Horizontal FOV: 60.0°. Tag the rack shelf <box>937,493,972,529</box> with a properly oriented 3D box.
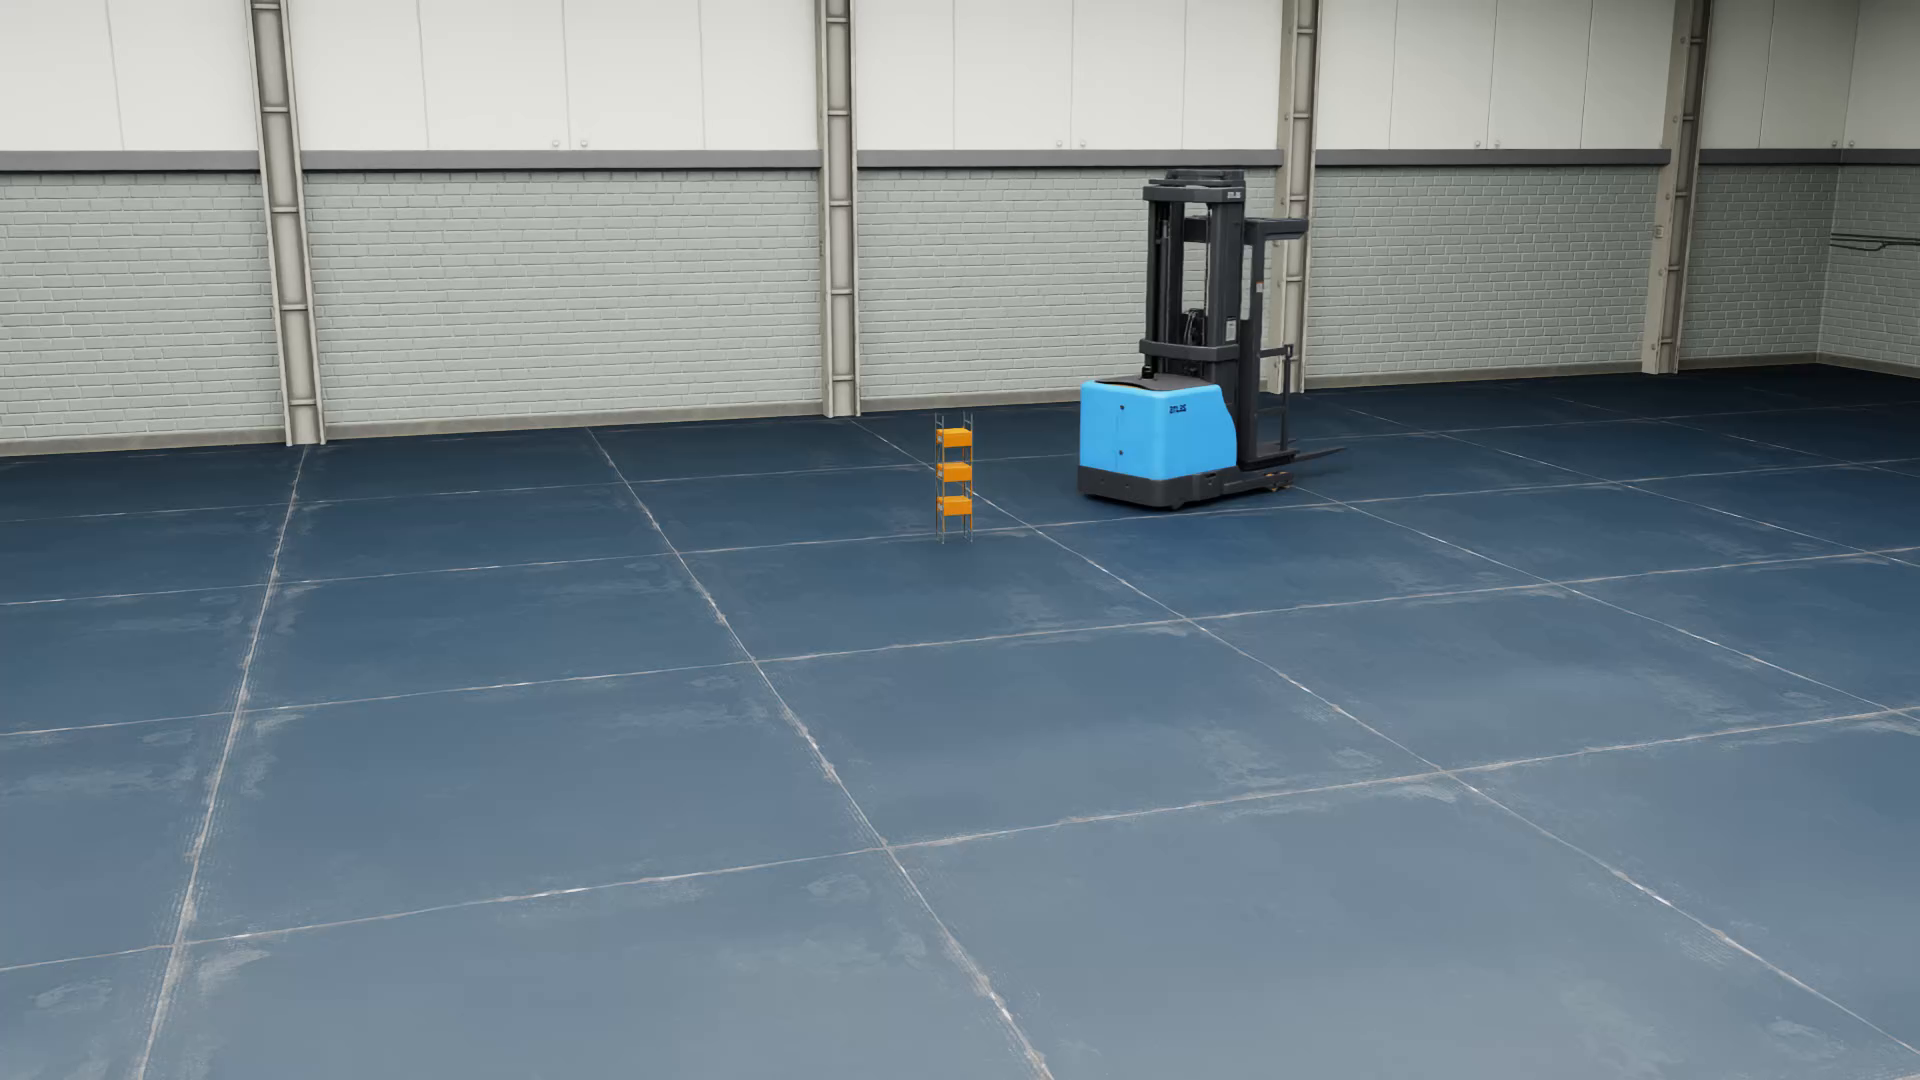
[{"bbox_3d":[-0.051,-0.226,13.571,0.240,0.259,0.215,-4,14,-18],"label":"rack shelf"}]

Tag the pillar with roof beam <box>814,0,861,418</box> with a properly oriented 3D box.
[{"bbox_3d":[-0.049,-4.936,14.946,0.400,9.000,9.100,-4,14,-18],"label":"pillar with roof beam"}]

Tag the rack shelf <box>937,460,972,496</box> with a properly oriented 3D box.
[{"bbox_3d":[-0.051,-0.497,13.507,0.240,0.259,0.215,-4,14,-18],"label":"rack shelf"}]

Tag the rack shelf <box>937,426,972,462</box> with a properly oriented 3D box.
[{"bbox_3d":[-0.051,-0.773,13.441,0.240,0.259,0.215,-4,14,-18],"label":"rack shelf"}]

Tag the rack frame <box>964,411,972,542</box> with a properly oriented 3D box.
[{"bbox_3d":[0.065,-0.516,13.543,0.008,1.050,0.200,-4,14,-18],"label":"rack frame"}]

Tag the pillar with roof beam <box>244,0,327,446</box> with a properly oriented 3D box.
[{"bbox_3d":[-5.736,-4.493,13.084,0.400,9.000,9.100,-4,14,-18],"label":"pillar with roof beam"}]

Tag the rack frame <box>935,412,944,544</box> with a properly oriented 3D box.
[{"bbox_3d":[-0.166,-0.498,13.467,0.008,1.050,0.200,-4,14,-18],"label":"rack frame"}]

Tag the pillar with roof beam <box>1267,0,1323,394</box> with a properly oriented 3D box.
[{"bbox_3d":[5.637,-5.378,16.808,0.400,9.000,9.100,-4,14,-18],"label":"pillar with roof beam"}]

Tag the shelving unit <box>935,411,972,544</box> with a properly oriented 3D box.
[{"bbox_3d":[-0.051,-0.507,13.505,0.252,1.050,0.215,-4,14,-18],"label":"shelving unit"}]

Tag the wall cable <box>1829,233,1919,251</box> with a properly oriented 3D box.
[{"bbox_3d":[13.165,-5.182,22.693,0.112,2.526,3.097,-4,14,-18],"label":"wall cable"}]

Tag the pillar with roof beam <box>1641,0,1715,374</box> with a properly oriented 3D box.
[{"bbox_3d":[11.324,-5.821,18.669,0.400,9.000,9.100,-4,14,-18],"label":"pillar with roof beam"}]

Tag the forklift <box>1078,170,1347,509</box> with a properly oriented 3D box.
[{"bbox_3d":[2.512,-1.958,15.540,3.031,2.935,1.130,-12,18,-40],"label":"forklift"}]
